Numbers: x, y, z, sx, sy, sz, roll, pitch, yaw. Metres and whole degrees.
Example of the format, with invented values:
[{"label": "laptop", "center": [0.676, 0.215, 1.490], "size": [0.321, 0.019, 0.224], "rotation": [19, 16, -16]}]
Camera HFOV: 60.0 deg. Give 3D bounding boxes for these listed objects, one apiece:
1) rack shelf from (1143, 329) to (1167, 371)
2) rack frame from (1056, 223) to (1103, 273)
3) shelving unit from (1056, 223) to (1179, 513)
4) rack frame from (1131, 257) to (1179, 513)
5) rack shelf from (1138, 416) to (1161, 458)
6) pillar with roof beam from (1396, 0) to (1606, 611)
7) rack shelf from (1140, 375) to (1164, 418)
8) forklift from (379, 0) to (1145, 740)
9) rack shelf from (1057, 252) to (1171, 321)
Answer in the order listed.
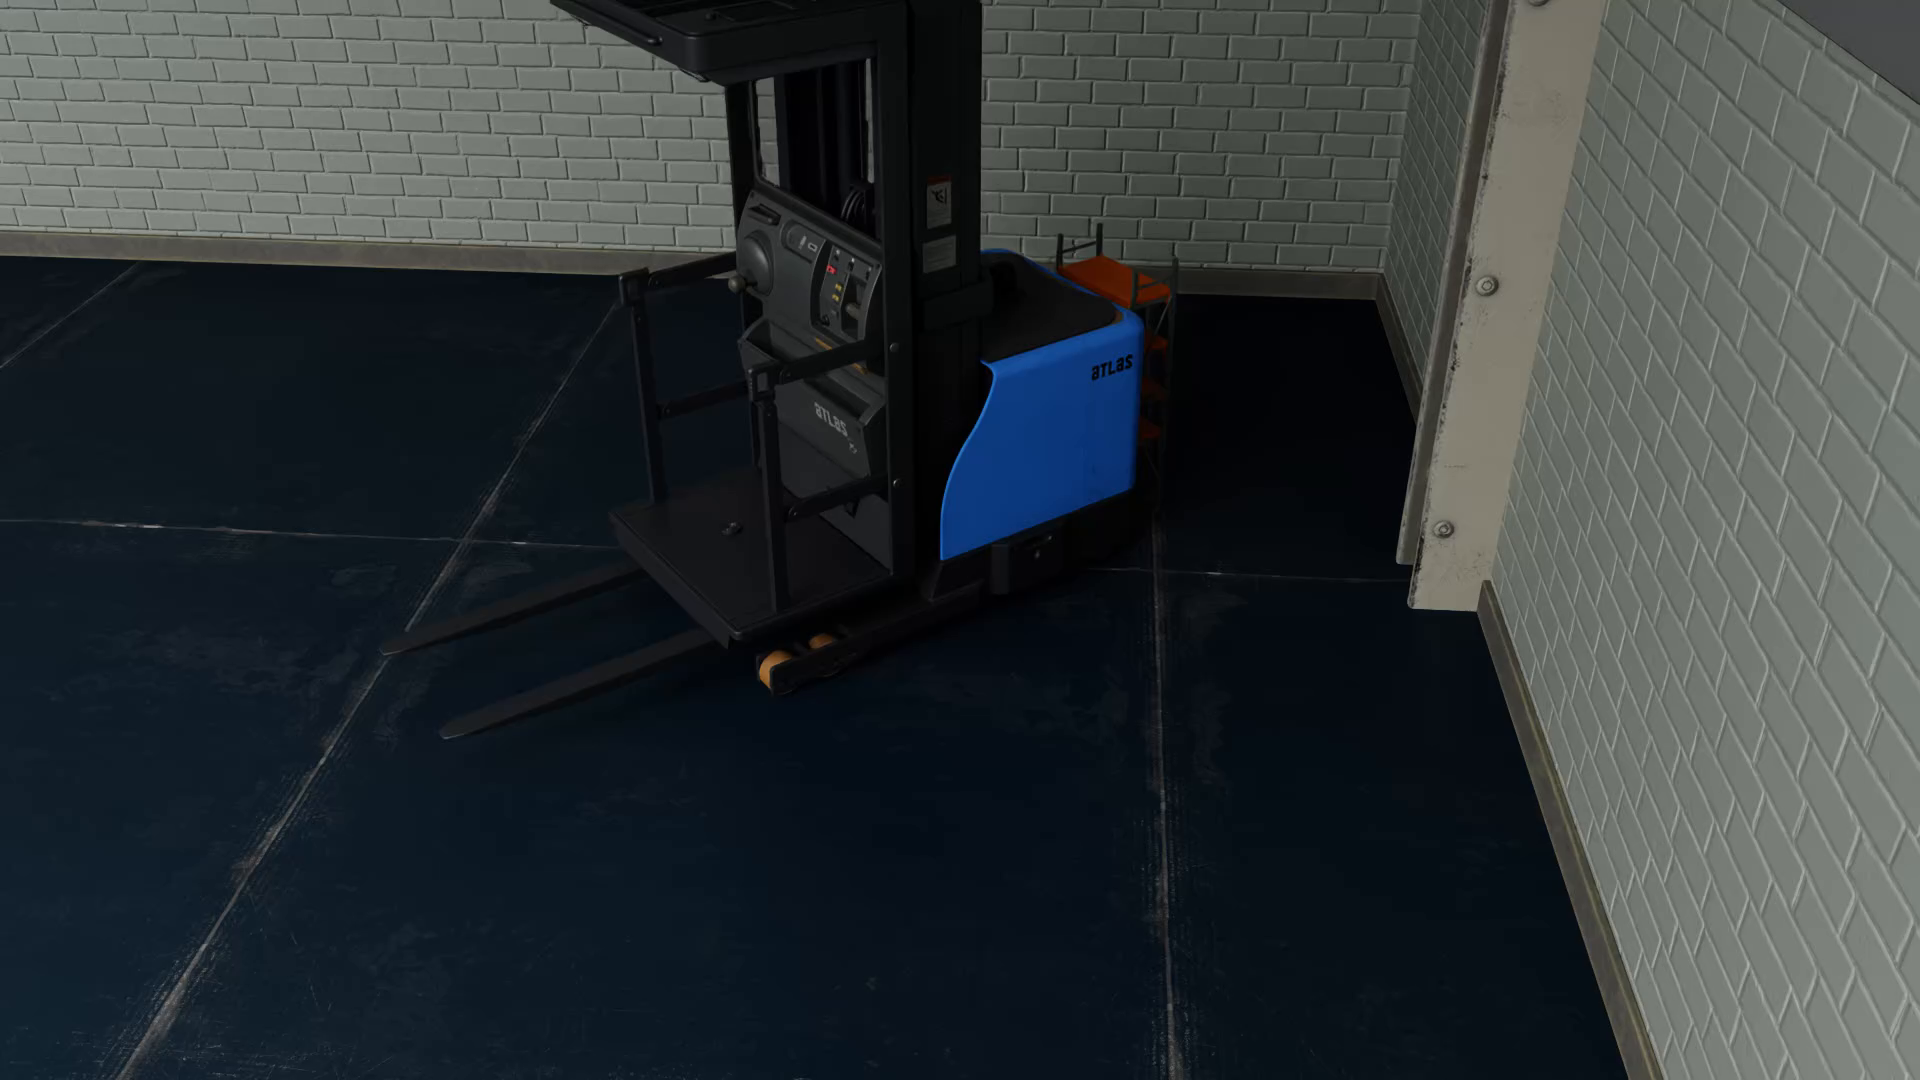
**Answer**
[{"label": "rack shelf", "center": [0.658, -0.852, 7.191], "size": [0.258, 0.148, 0.480], "rotation": [-21, 37, -30]}, {"label": "rack frame", "center": [0.516, -0.823, 7.441], "size": [0.240, 1.200, 0.015], "rotation": [-21, 37, -30]}, {"label": "shelving unit", "center": [0.658, -0.719, 7.273], "size": [0.258, 1.200, 0.503], "rotation": [-21, 37, -30]}, {"label": "rack frame", "center": [0.800, -0.615, 7.104], "size": [0.240, 1.200, 0.015], "rotation": [-21, 37, -30]}, {"label": "rack shelf", "center": [0.658, -0.493, 7.412], "size": [0.258, 0.148, 0.480], "rotation": [-21, 37, -30]}, {"label": "pillar with roof beam", "center": [-2.285, -3.833, 4.893], "size": [9.100, 9.000, 0.400], "rotation": [2, 32, 4]}, {"label": "rack shelf", "center": [0.658, -0.662, 7.308], "size": [0.258, 0.148, 0.480], "rotation": [-21, 37, -30]}, {"label": "forklift", "center": [-0.735, -0.978, 6.043], "size": [3.031, 2.935, 1.130], "rotation": [-21, 37, -30]}, {"label": "rack shelf", "center": [0.659, -1.054, 7.067], "size": [0.258, 0.148, 0.480], "rotation": [-21, 37, -30]}]
